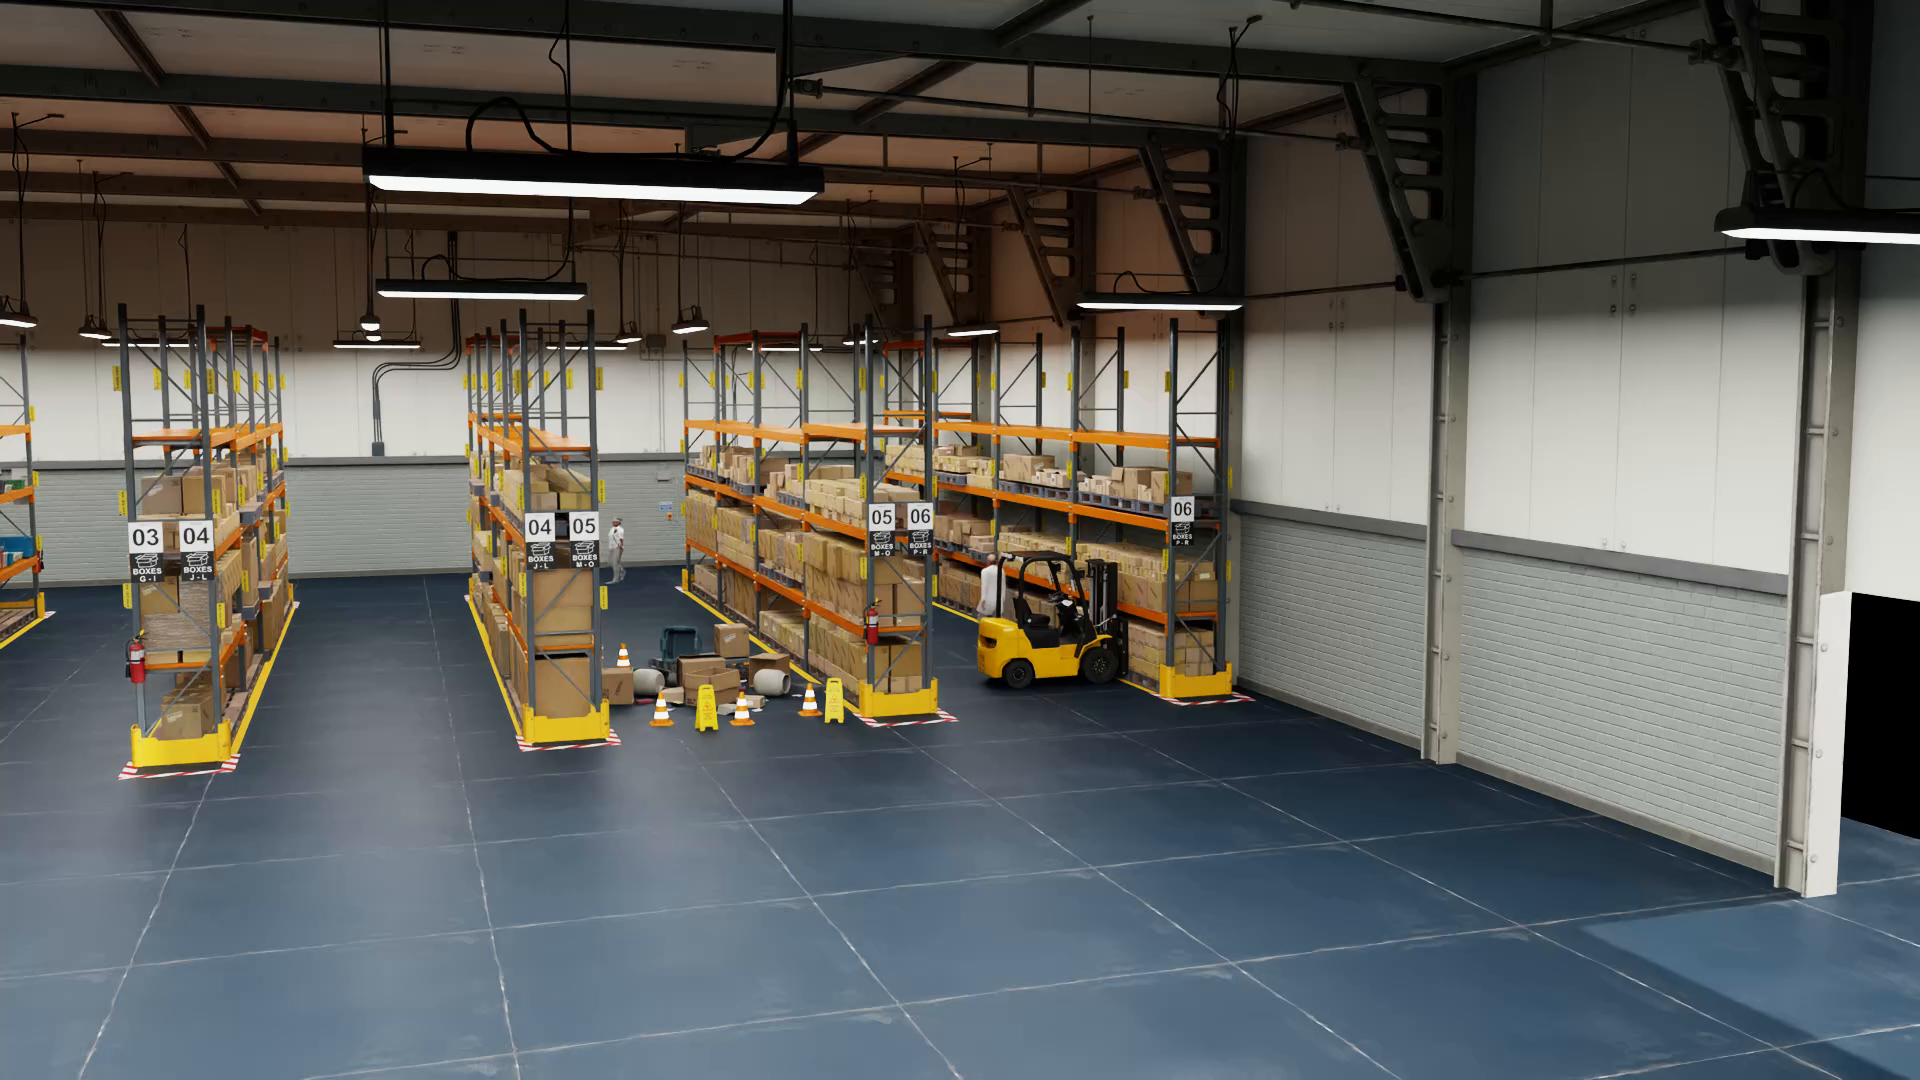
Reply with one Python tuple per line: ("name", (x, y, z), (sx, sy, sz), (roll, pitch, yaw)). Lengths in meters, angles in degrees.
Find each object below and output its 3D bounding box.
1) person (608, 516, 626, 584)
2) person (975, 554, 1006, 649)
("person", (-8.534, 0.236, 41.389), (0.450, 1.678, 0.632), (5, 7, 42))
("person", (0.632, 1.179, 31.175), (0.625, 1.813, 0.594), (-3, 6, -32))
